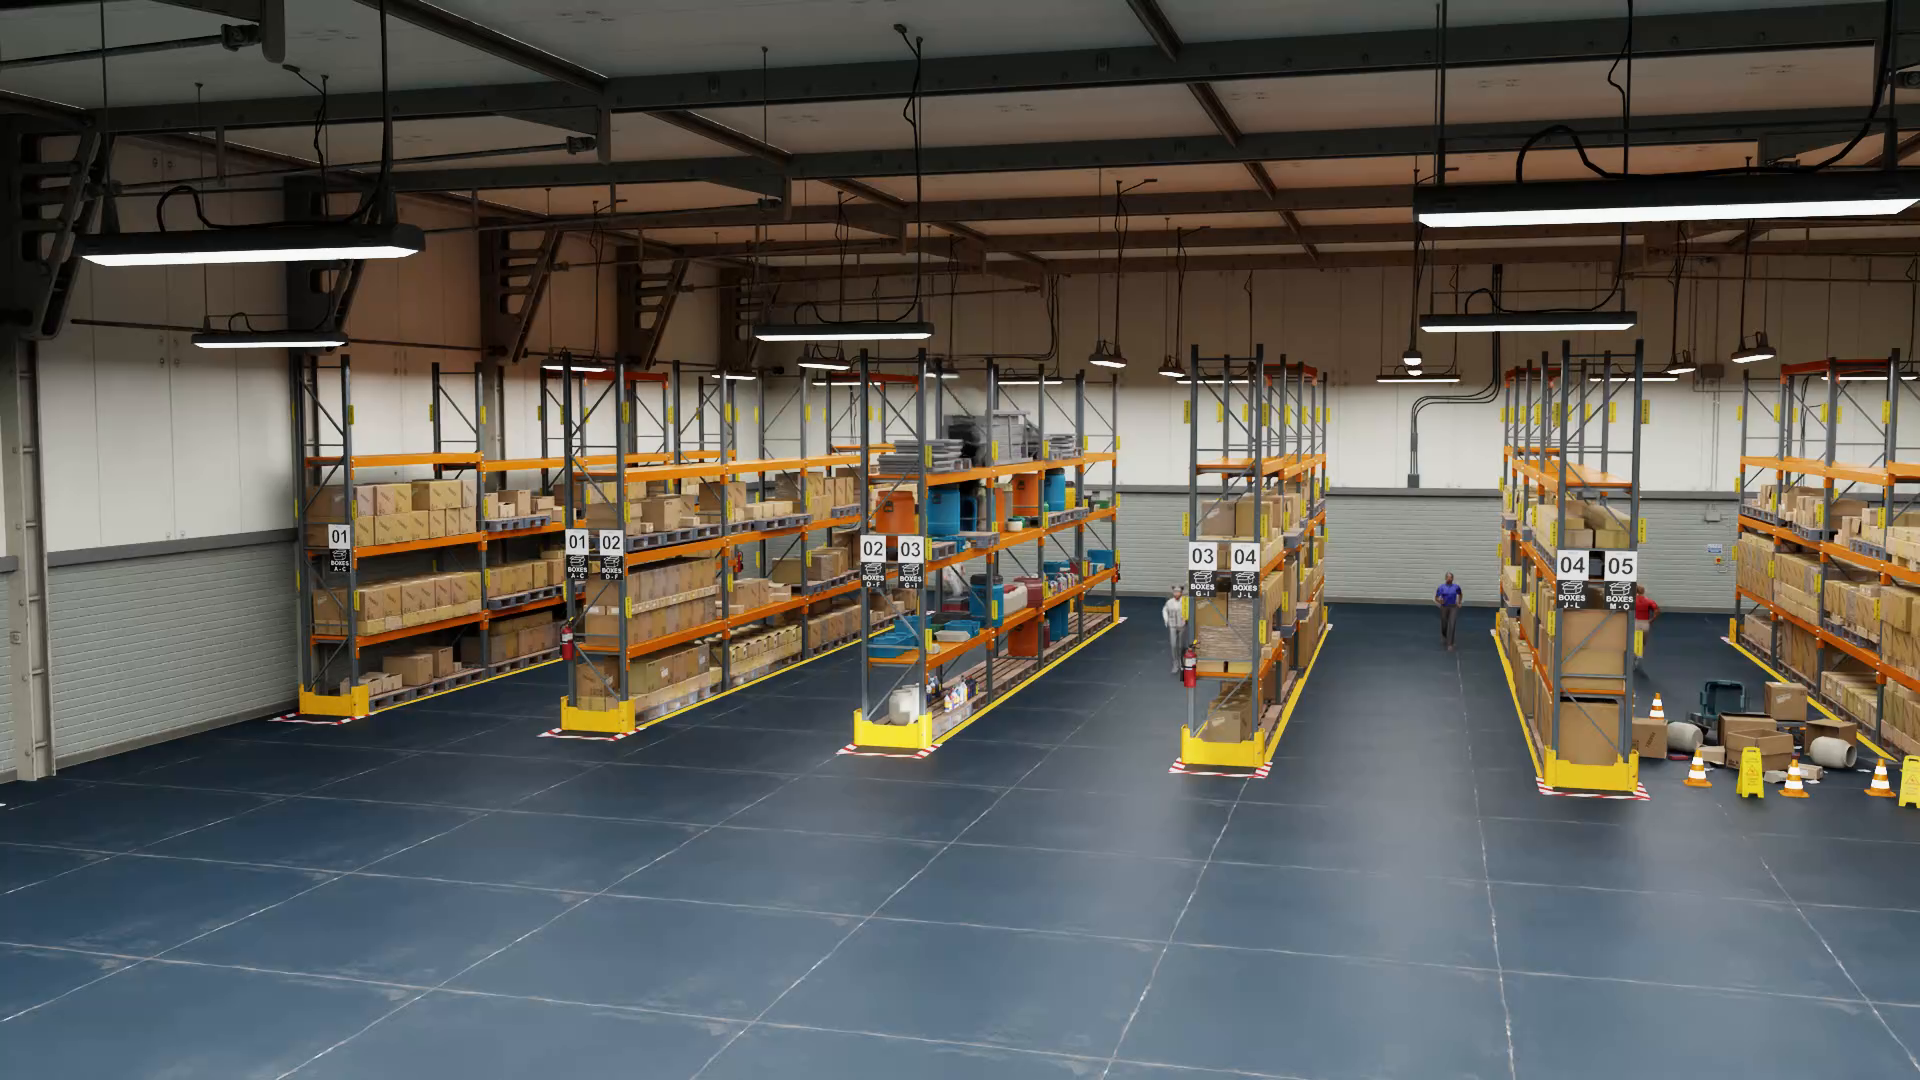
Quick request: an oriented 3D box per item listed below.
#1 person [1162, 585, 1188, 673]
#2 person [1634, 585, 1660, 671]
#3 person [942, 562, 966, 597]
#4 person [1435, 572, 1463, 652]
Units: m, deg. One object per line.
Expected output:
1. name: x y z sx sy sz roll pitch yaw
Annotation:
1. person: 4.266 1.716 32.649 0.620 1.700 0.764 1 4 15
2. person: 13.199 1.741 32.305 0.663 1.730 0.895 1 4 11
3. person: -0.166 0.986 42.117 0.737 1.731 0.575 -4 6 -40
4. person: 10.425 1.514 35.468 0.580 1.654 0.904 1 4 13
